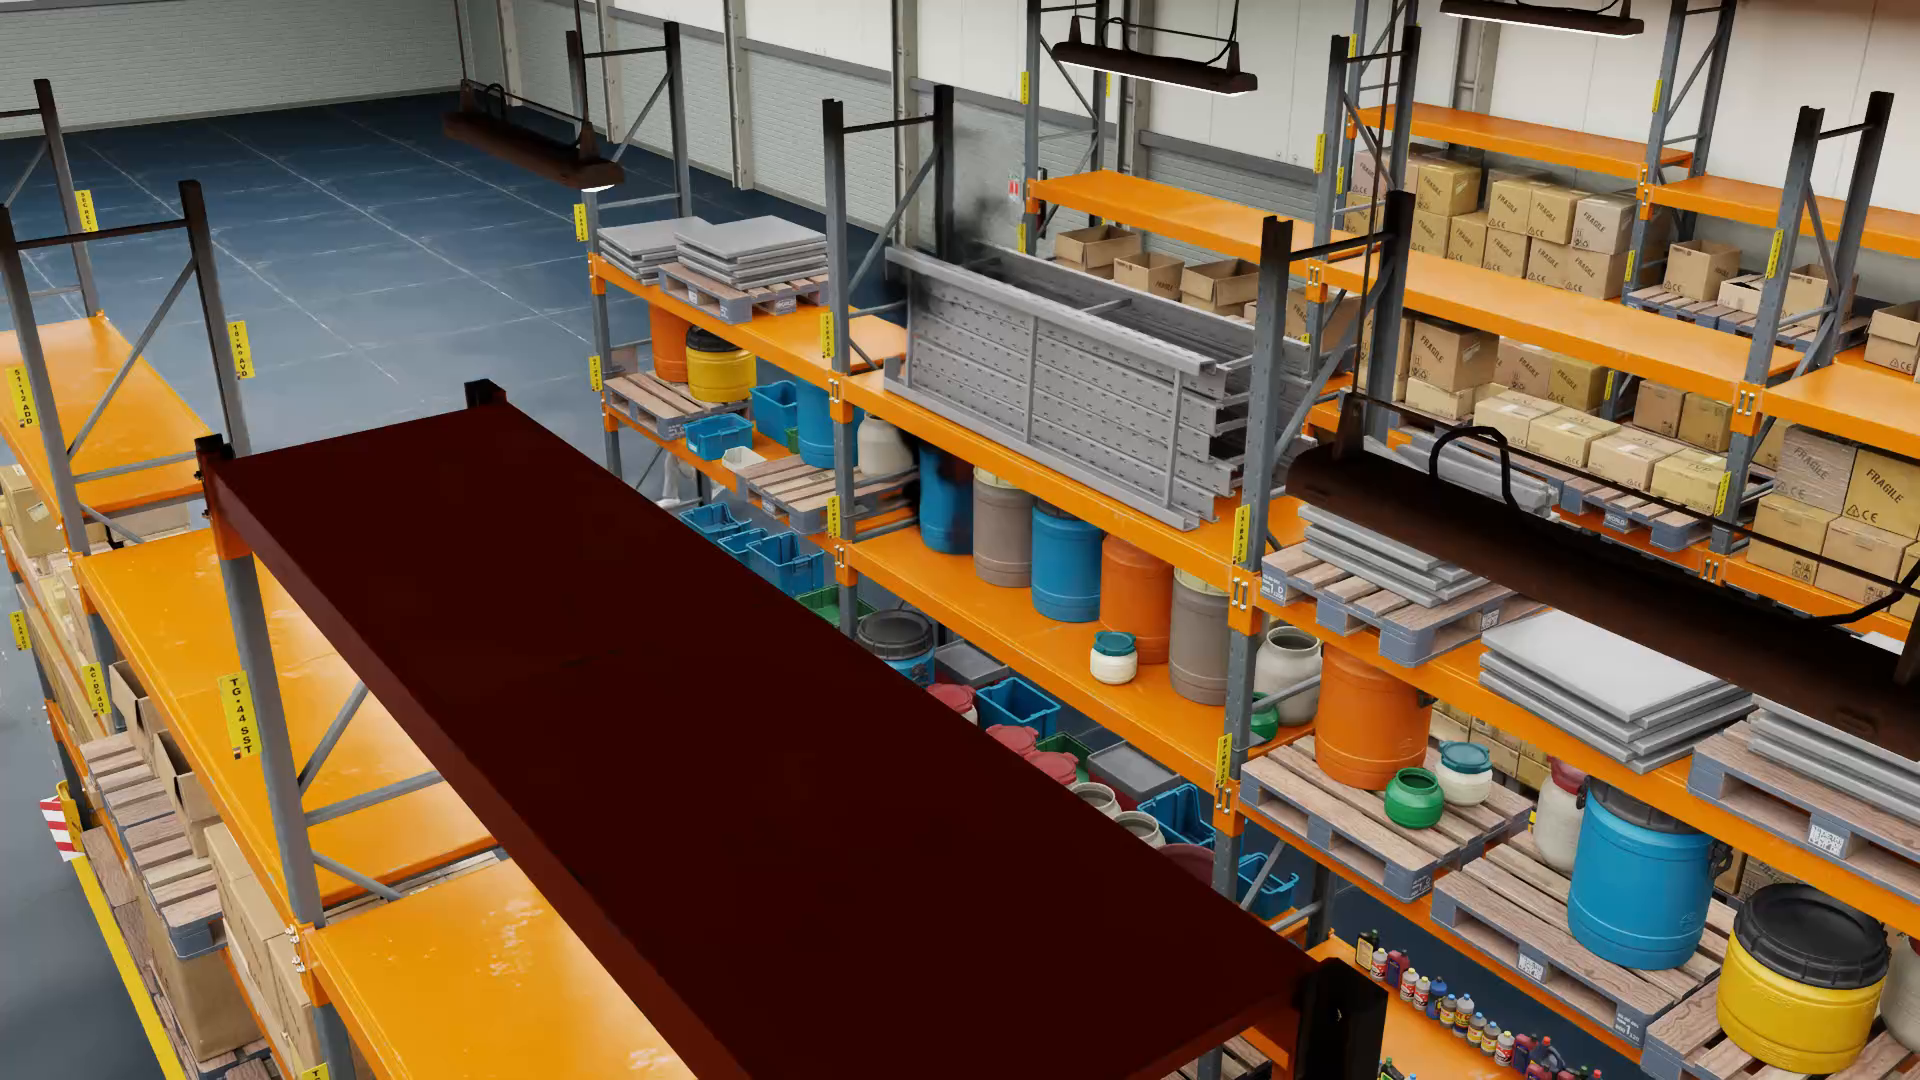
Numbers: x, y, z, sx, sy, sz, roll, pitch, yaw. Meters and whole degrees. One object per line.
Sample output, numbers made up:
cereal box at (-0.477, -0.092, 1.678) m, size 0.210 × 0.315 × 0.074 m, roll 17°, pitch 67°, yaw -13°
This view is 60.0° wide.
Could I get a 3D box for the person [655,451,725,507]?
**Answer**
person at (-3.209, -1.159, 19.509) m, size 0.891 × 1.681 × 0.558 m, roll -2°, pitch 25°, yaw -4°
